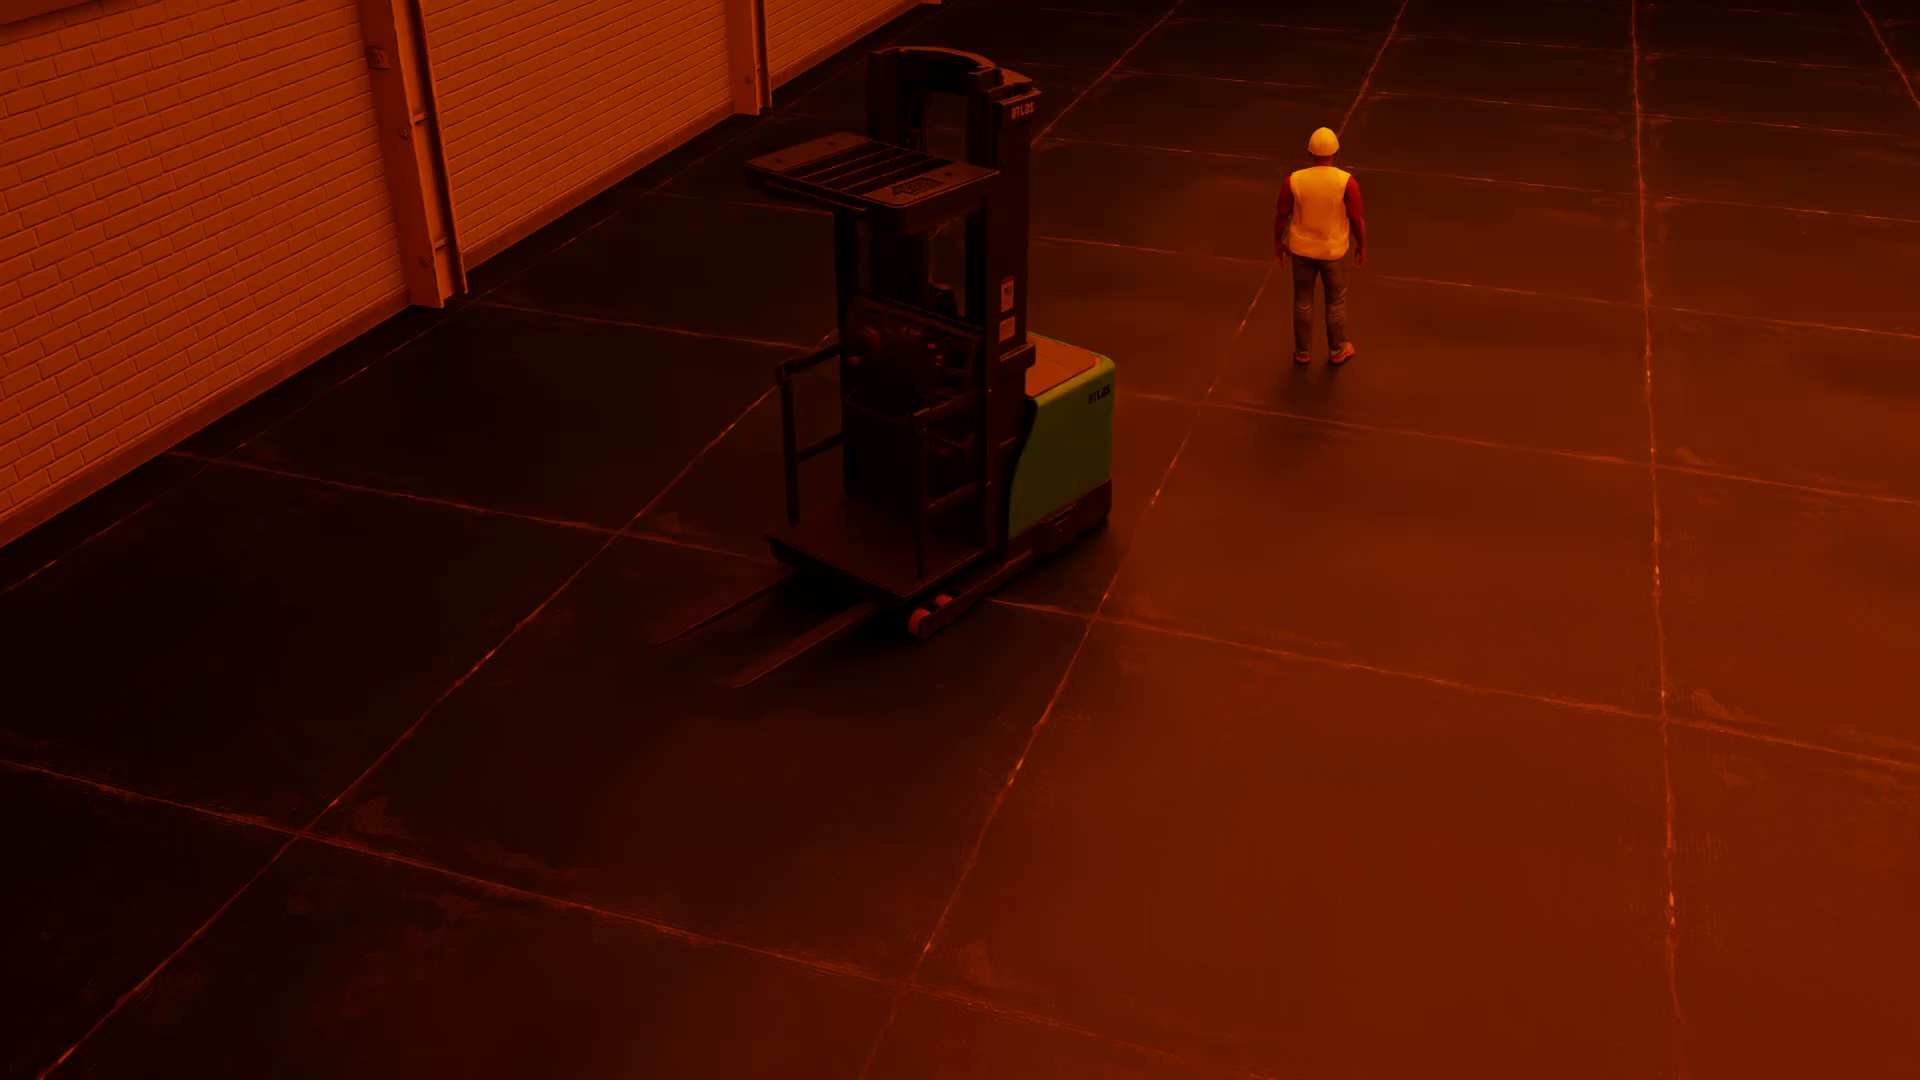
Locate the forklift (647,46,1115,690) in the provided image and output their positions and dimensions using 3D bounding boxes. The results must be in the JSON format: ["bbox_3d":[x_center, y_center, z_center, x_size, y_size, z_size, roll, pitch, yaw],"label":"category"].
[{"bbox_3d":[-0.406,-1.009,8.907,1.130,2.935,3.031,23,37,34],"label":"forklift"}]

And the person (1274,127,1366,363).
[{"bbox_3d":[2.614,-2.134,12.046,0.664,1.768,0.563,11,32,19],"label":"person"}]
